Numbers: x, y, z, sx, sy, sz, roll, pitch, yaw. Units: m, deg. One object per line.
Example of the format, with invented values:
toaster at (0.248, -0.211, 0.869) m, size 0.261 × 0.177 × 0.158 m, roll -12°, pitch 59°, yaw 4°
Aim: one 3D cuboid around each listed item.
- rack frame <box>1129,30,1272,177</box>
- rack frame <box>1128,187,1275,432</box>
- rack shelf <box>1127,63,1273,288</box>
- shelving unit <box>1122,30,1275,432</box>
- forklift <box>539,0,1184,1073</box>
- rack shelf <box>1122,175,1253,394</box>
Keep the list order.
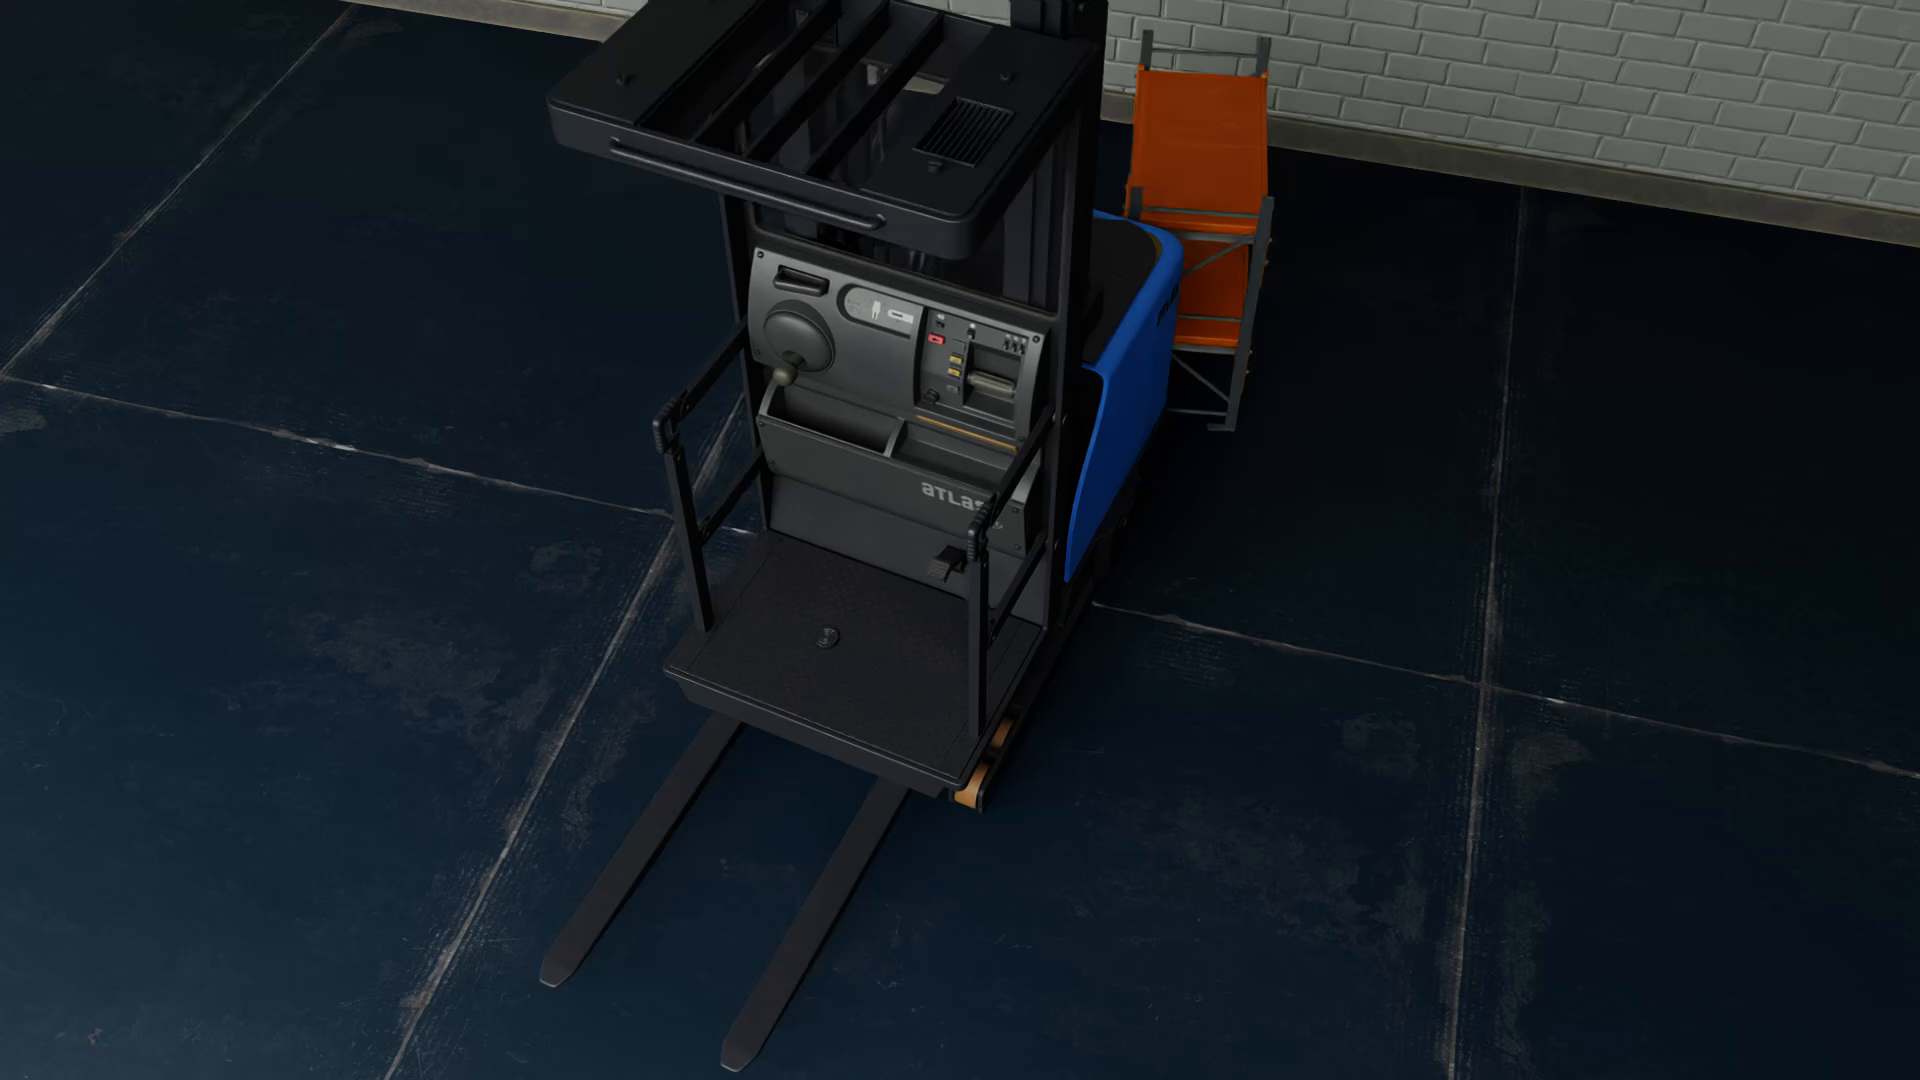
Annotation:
rack frame at (0.963, -1.595, 6.907) m, size 0.500 × 1.125 × 0.032 m, roll 5°, pitch 49°, yaw 4°
rack frame at (0.849, -0.838, 6.239) m, size 0.500 × 1.125 × 0.032 m, roll 5°, pitch 49°, yaw 4°
rack shelf at (0.906, -1.410, 6.354) m, size 0.538 × 0.278 × 1.000 m, roll 5°, pitch 49°, yaw 4°
shelving unit at (0.906, -1.216, 6.573) m, size 0.538 × 1.125 × 1.048 m, roll 5°, pitch 49°, yaw 4°
forklift at (-0.285, -0.469, 4.709) m, size 1.130 × 2.935 × 3.031 m, roll 19°, pitch 51°, yaw 16°
rack shelf at (0.906, -1.054, 6.757) m, size 0.538 × 0.278 × 1.000 m, roll 5°, pitch 49°, yaw 4°
